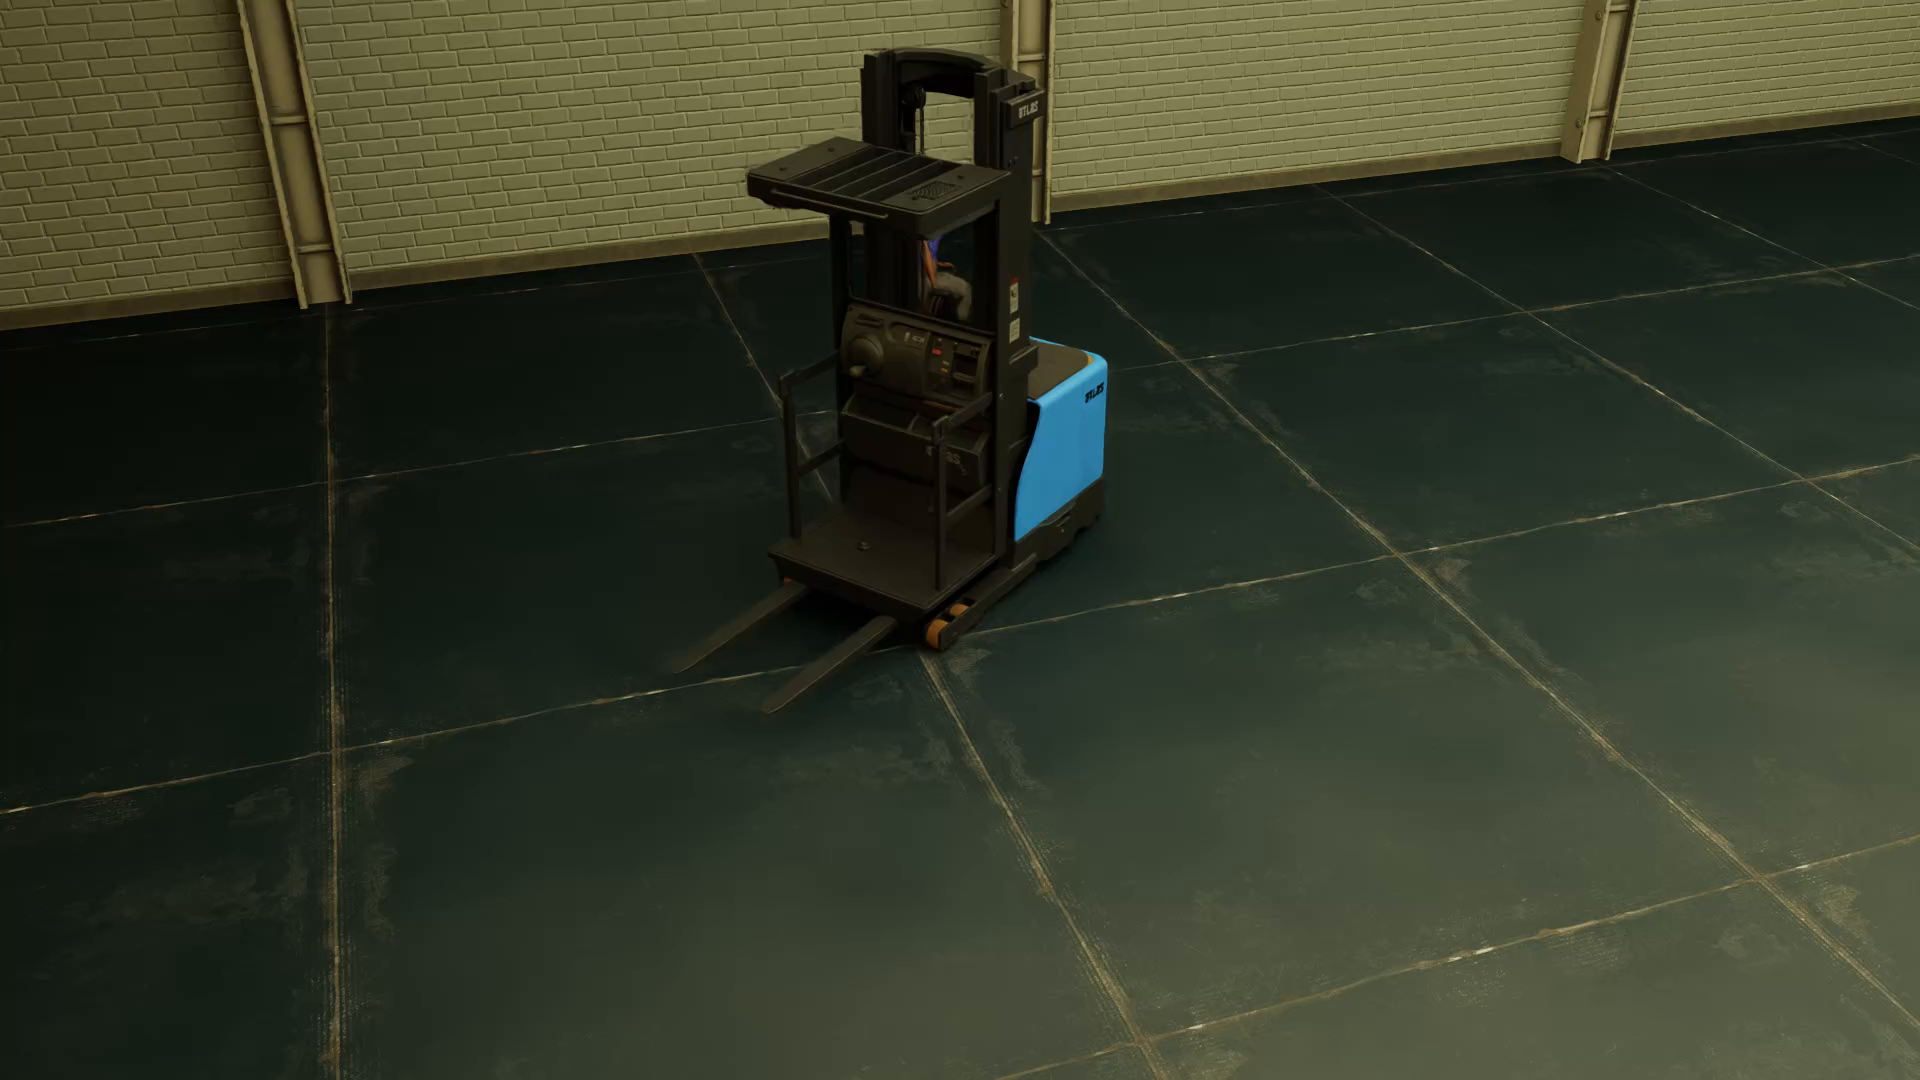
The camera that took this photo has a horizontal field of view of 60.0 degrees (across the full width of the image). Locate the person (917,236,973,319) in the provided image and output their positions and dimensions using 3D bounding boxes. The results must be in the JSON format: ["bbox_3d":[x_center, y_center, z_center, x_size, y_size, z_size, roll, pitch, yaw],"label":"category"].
[{"bbox_3d":[-0.171,-1.888,11.890,0.699,1.453,0.687,-25,39,-37],"label":"person"}]

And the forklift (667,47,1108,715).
[{"bbox_3d":[-0.363,-0.946,8.731,1.130,2.935,3.031,19,35,29],"label":"forklift"}]
